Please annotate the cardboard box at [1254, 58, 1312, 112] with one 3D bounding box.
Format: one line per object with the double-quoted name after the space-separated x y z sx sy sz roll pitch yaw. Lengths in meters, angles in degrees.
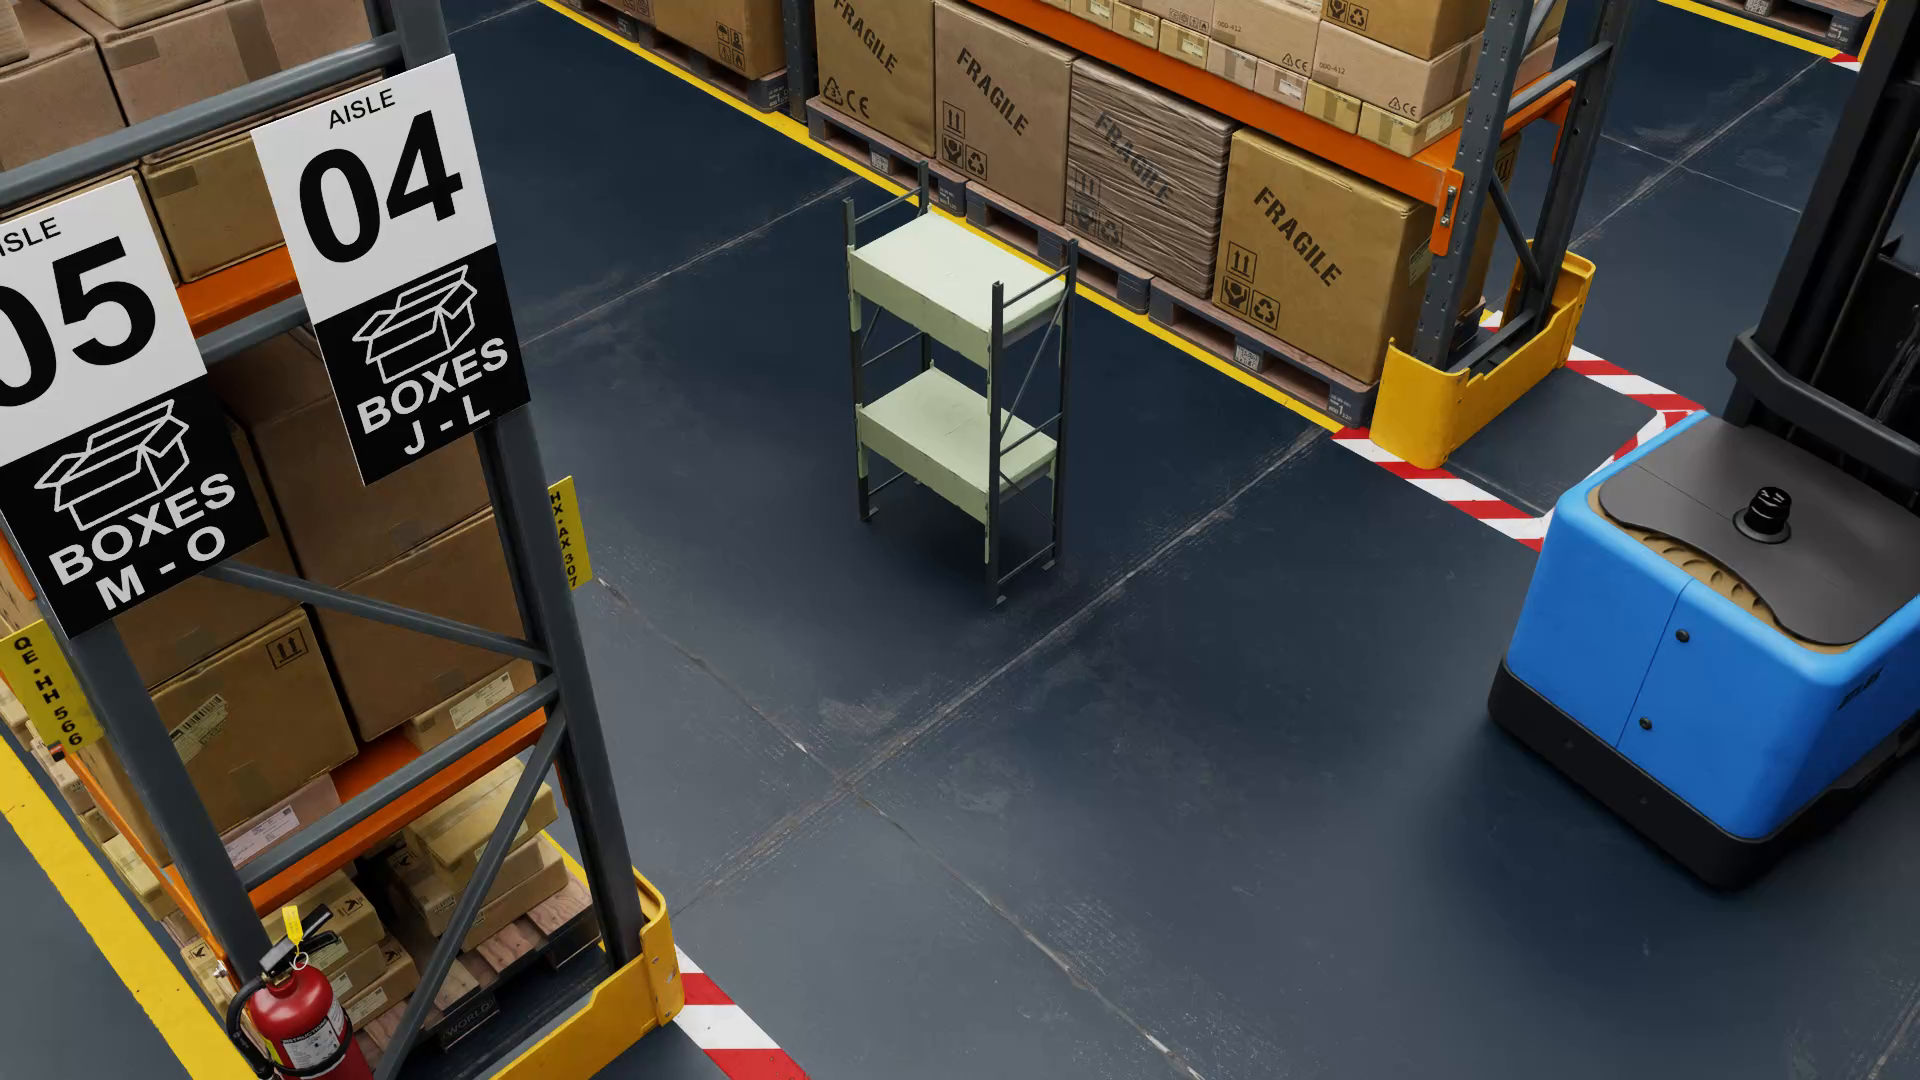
1.423 -1.922 6.805 0.380 0.149 0.250 -34 52 -31 "cardboard box"

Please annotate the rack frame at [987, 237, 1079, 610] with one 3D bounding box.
0.254 -0.378 6.054 0.400 1.500 0.023 -34 53 -31 "rack frame"

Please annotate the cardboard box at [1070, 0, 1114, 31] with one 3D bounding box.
0.706 -2.411 7.334 0.380 0.149 0.250 -33 52 -31 "cardboard box"

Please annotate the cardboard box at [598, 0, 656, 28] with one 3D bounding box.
-1.652 -3.778 9.885 0.875 0.875 1.225 32 52 30 "cardboard box"

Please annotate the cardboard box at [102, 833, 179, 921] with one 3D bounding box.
-2.276 0.903 4.915 0.250 0.149 0.380 33 52 31 "cardboard box"

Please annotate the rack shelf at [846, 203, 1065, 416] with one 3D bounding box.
-0.005 -0.841 5.980 0.431 0.370 0.720 -34 53 -31 "rack shelf"

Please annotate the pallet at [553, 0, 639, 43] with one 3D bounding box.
-2.019 -3.574 10.462 1.003 0.211 1.213 -34 53 -31 "pallet"

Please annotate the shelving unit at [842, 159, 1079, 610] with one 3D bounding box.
-0.005 -0.554 6.244 0.431 1.500 0.755 -34 53 -31 "shelving unit"

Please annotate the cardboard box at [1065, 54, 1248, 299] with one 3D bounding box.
1.119 -1.836 7.782 0.875 0.875 0.875 -34 53 -31 "cardboard box"

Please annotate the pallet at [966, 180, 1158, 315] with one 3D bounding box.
0.793 -1.664 8.395 1.003 0.211 1.213 -34 53 -31 "pallet"

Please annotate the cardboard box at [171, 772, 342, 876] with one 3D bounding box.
-1.743 0.644 4.028 0.380 0.149 0.250 -34 53 -31 "cardboard box"

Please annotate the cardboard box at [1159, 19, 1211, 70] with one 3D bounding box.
1.063 -2.166 7.069 0.250 0.149 0.380 33 52 31 "cardboard box"

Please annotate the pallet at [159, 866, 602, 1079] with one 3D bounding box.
-1.915 1.154 5.346 1.003 0.211 1.213 -34 53 -31 "pallet"

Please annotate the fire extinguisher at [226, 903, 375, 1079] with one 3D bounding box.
-1.462 1.081 3.702 0.296 0.674 0.183 -34 53 -31 "fire extinguisher"

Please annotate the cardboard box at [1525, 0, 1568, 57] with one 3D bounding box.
2.122 -2.169 6.779 0.500 0.250 0.500 33 52 30 "cardboard box"

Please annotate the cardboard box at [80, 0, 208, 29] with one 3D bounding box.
-1.380 -1.068 2.934 0.250 0.149 0.380 34 52 31 "cardboard box"

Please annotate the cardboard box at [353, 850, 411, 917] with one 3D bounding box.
-1.699 0.974 5.276 0.250 0.149 0.380 34 53 31 "cardboard box"

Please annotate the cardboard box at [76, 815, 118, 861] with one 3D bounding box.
-2.619 0.865 5.395 0.250 0.149 0.380 32 51 30 "cardboard box"

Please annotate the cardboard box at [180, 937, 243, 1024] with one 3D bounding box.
-2.086 1.238 4.991 0.380 0.149 0.250 -32 52 -30 "cardboard box"

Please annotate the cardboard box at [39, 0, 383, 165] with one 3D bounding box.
-1.446 -0.997 3.151 0.500 0.250 0.500 -33 52 -31 "cardboard box"

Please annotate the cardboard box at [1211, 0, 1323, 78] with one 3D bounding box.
1.382 -2.159 6.768 0.500 0.250 0.500 33 52 31 "cardboard box"

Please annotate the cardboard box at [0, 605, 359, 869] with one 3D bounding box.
-1.813 0.335 3.885 0.500 0.500 0.500 -33 52 -31 "cardboard box"

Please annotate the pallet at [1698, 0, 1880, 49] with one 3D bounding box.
5.222 -3.520 10.404 1.003 0.211 1.213 -34 53 -31 "pallet"

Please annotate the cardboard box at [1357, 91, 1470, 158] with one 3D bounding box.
1.786 -1.676 6.539 0.380 0.149 0.250 -33 52 -31 "cardboard box"

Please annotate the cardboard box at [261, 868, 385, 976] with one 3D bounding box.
-1.866 1.115 4.686 0.380 0.149 0.250 -33 52 -31 "cardboard box"

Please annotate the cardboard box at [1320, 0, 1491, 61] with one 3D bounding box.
1.740 -2.193 6.252 0.500 0.500 0.500 -33 52 -31 "cardboard box"

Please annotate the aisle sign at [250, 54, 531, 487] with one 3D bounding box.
-1.049 -0.490 3.155 0.394 0.787 0.004 -34 53 -31 "aisle sign"

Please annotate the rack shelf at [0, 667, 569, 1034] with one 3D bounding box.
-2.725 -0.123 5.203 1.077 0.370 4.000 -34 53 -31 "rack shelf"

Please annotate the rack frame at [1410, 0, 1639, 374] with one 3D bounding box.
2.270 -1.755 6.439 1.000 3.000 0.127 -34 53 -31 "rack frame"

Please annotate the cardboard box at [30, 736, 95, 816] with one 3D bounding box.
-2.643 0.646 5.194 0.380 0.149 0.250 -32 52 -30 "cardboard box"

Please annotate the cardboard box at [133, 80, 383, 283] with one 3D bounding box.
-1.449 -0.811 3.318 0.500 0.250 0.500 -32 52 -30 "cardboard box"

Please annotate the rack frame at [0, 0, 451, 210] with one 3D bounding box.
-1.313 -1.630 1.883 1.000 3.000 0.127 -34 53 -31 "rack frame"

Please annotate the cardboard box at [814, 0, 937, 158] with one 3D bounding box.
-0.145 -2.696 8.713 0.875 0.875 0.875 -34 53 -31 "cardboard box"

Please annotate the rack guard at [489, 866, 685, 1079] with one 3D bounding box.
-1.367 1.455 4.807 1.175 0.500 0.348 -34 53 -31 "rack guard"

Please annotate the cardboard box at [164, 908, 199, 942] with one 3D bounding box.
-2.256 0.991 5.039 0.250 0.149 0.380 32 52 30 "cardboard box"

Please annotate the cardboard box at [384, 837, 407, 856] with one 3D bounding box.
-1.655 0.823 5.221 0.250 0.149 0.380 34 52 31 "cardboard box"

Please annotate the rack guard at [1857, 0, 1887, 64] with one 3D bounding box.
5.803 -3.206 9.851 1.175 0.500 0.348 -34 53 -31 "rack guard"

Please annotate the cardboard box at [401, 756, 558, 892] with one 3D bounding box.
-1.442 0.833 4.991 0.250 0.149 0.380 32 51 30 "cardboard box"

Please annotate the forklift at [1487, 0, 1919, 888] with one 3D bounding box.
3.384 -0.763 5.416 3.031 2.935 1.130 -27 49 -26 "forklift"

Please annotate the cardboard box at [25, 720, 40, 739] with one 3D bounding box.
-2.799 0.617 5.445 0.380 0.149 0.250 -31 51 -29 "cardboard box"

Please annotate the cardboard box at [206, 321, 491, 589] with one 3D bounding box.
-1.442 -0.283 3.816 0.500 0.500 0.500 34 52 31 "cardboard box"
